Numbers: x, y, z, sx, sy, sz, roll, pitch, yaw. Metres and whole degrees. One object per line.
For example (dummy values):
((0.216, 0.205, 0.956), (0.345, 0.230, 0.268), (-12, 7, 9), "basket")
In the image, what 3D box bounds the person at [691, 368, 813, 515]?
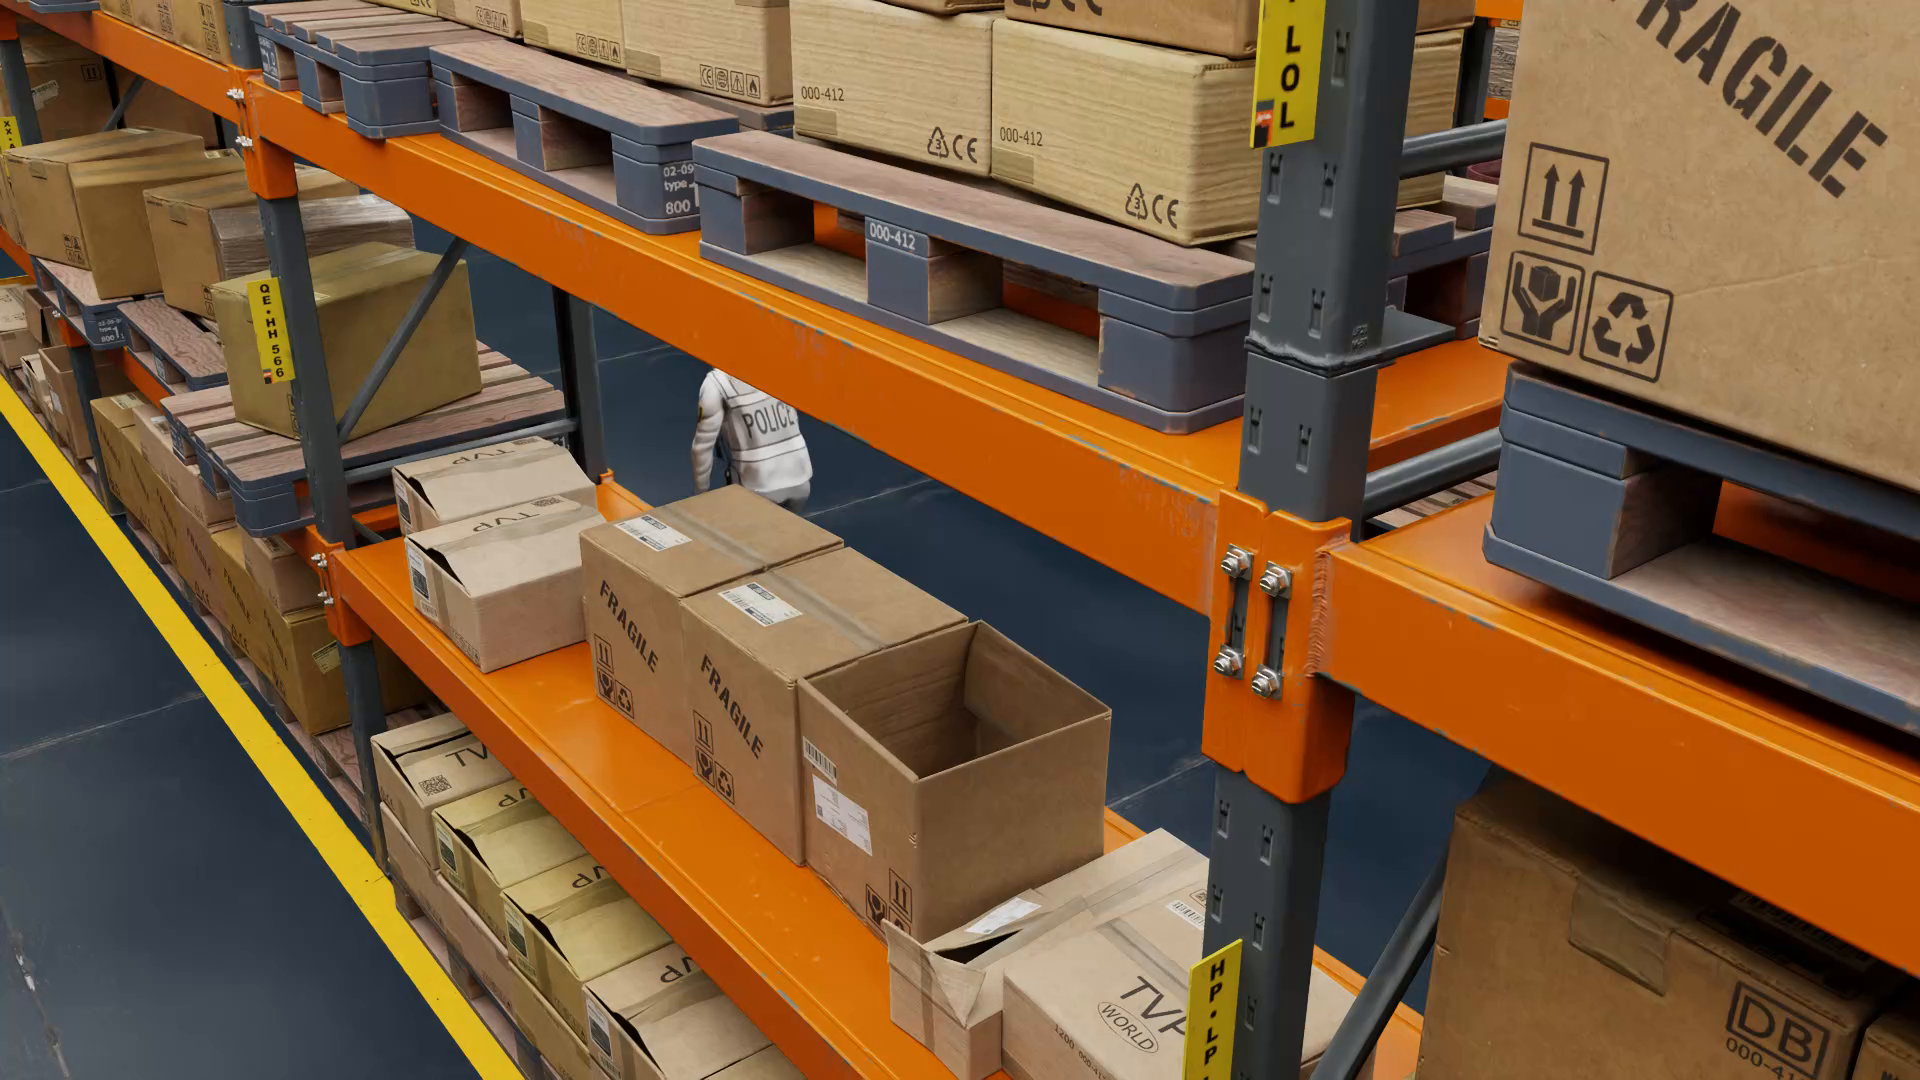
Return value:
((-0.929, -0.267, 7.343), (0.523, 1.542, 0.569), (-18, 30, -33), "person")
